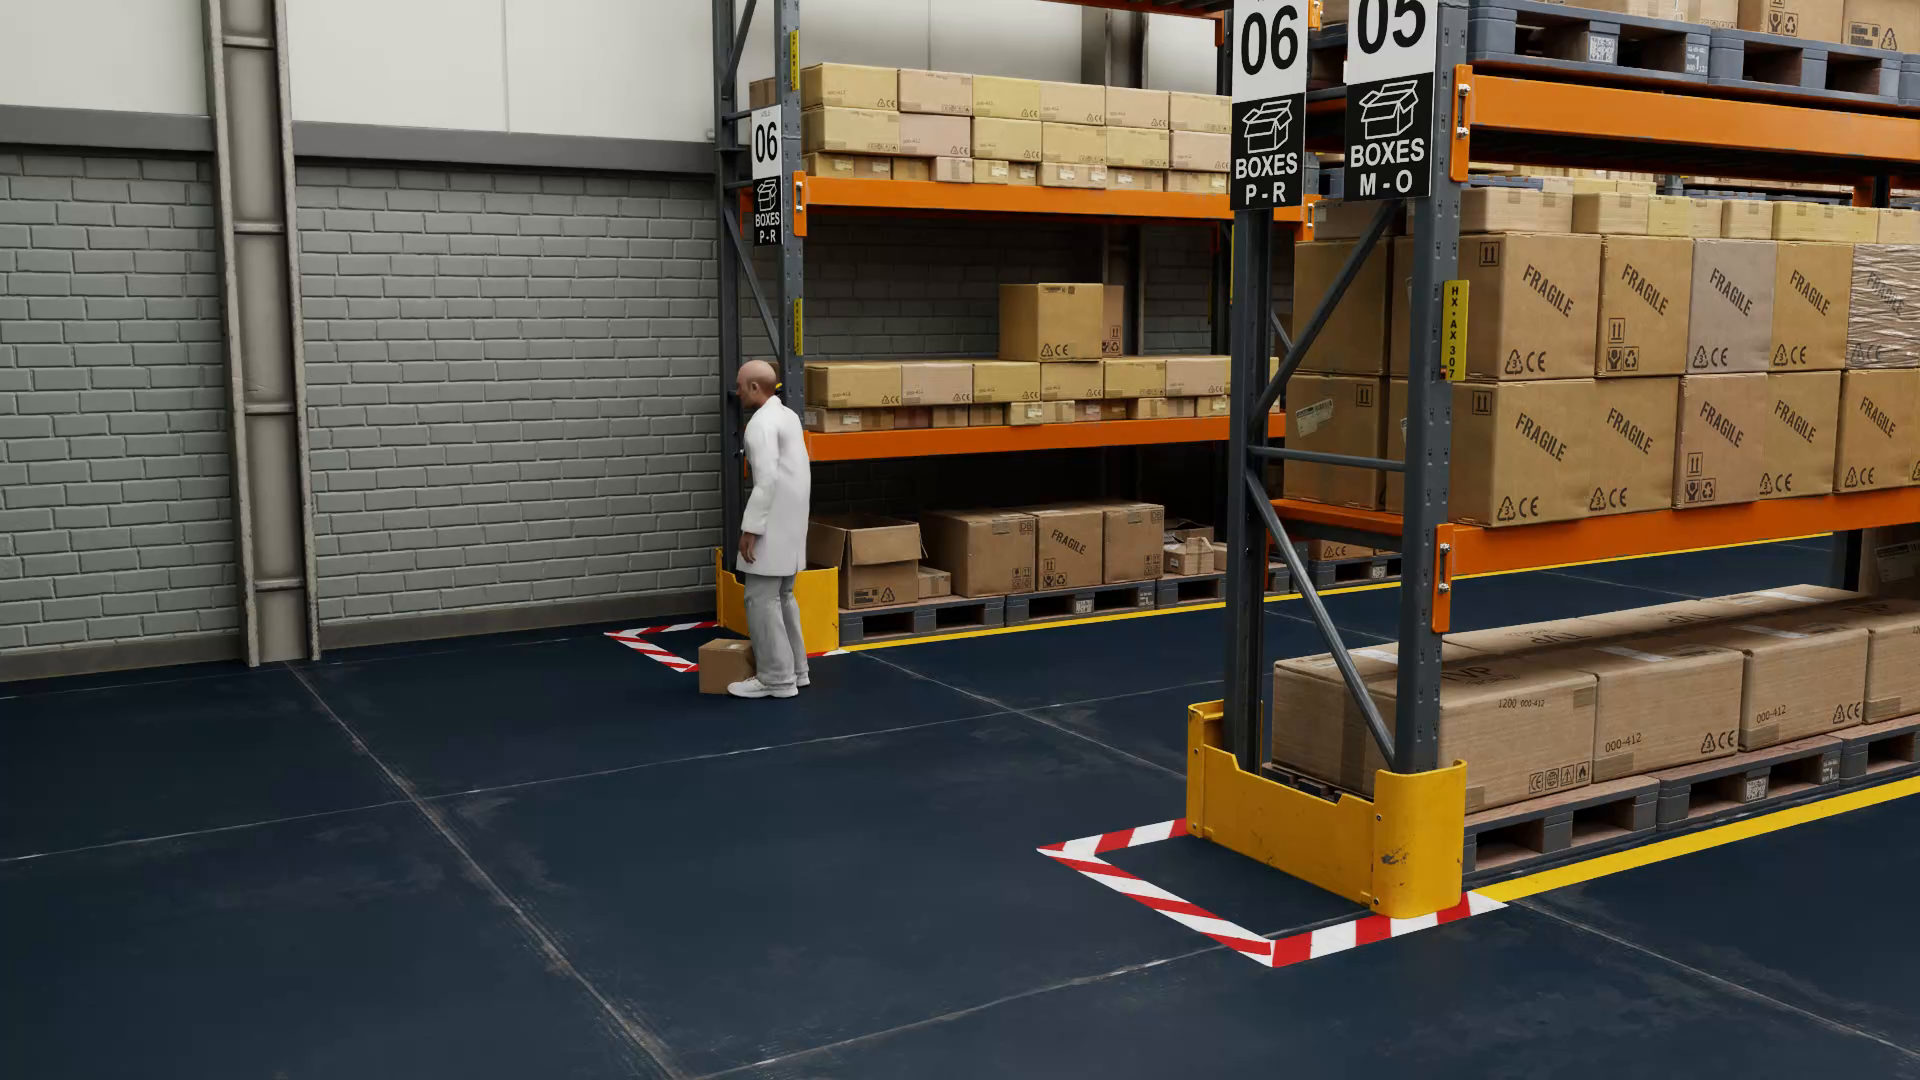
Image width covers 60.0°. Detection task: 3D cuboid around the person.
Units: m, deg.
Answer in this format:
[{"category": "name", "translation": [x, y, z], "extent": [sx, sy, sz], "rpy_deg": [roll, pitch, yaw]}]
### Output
[{"category": "person", "translation": [-1.004, -0.063, 8.820], "extent": [0.415, 1.774, 0.655], "rpy_deg": [2, 8, 11]}]
